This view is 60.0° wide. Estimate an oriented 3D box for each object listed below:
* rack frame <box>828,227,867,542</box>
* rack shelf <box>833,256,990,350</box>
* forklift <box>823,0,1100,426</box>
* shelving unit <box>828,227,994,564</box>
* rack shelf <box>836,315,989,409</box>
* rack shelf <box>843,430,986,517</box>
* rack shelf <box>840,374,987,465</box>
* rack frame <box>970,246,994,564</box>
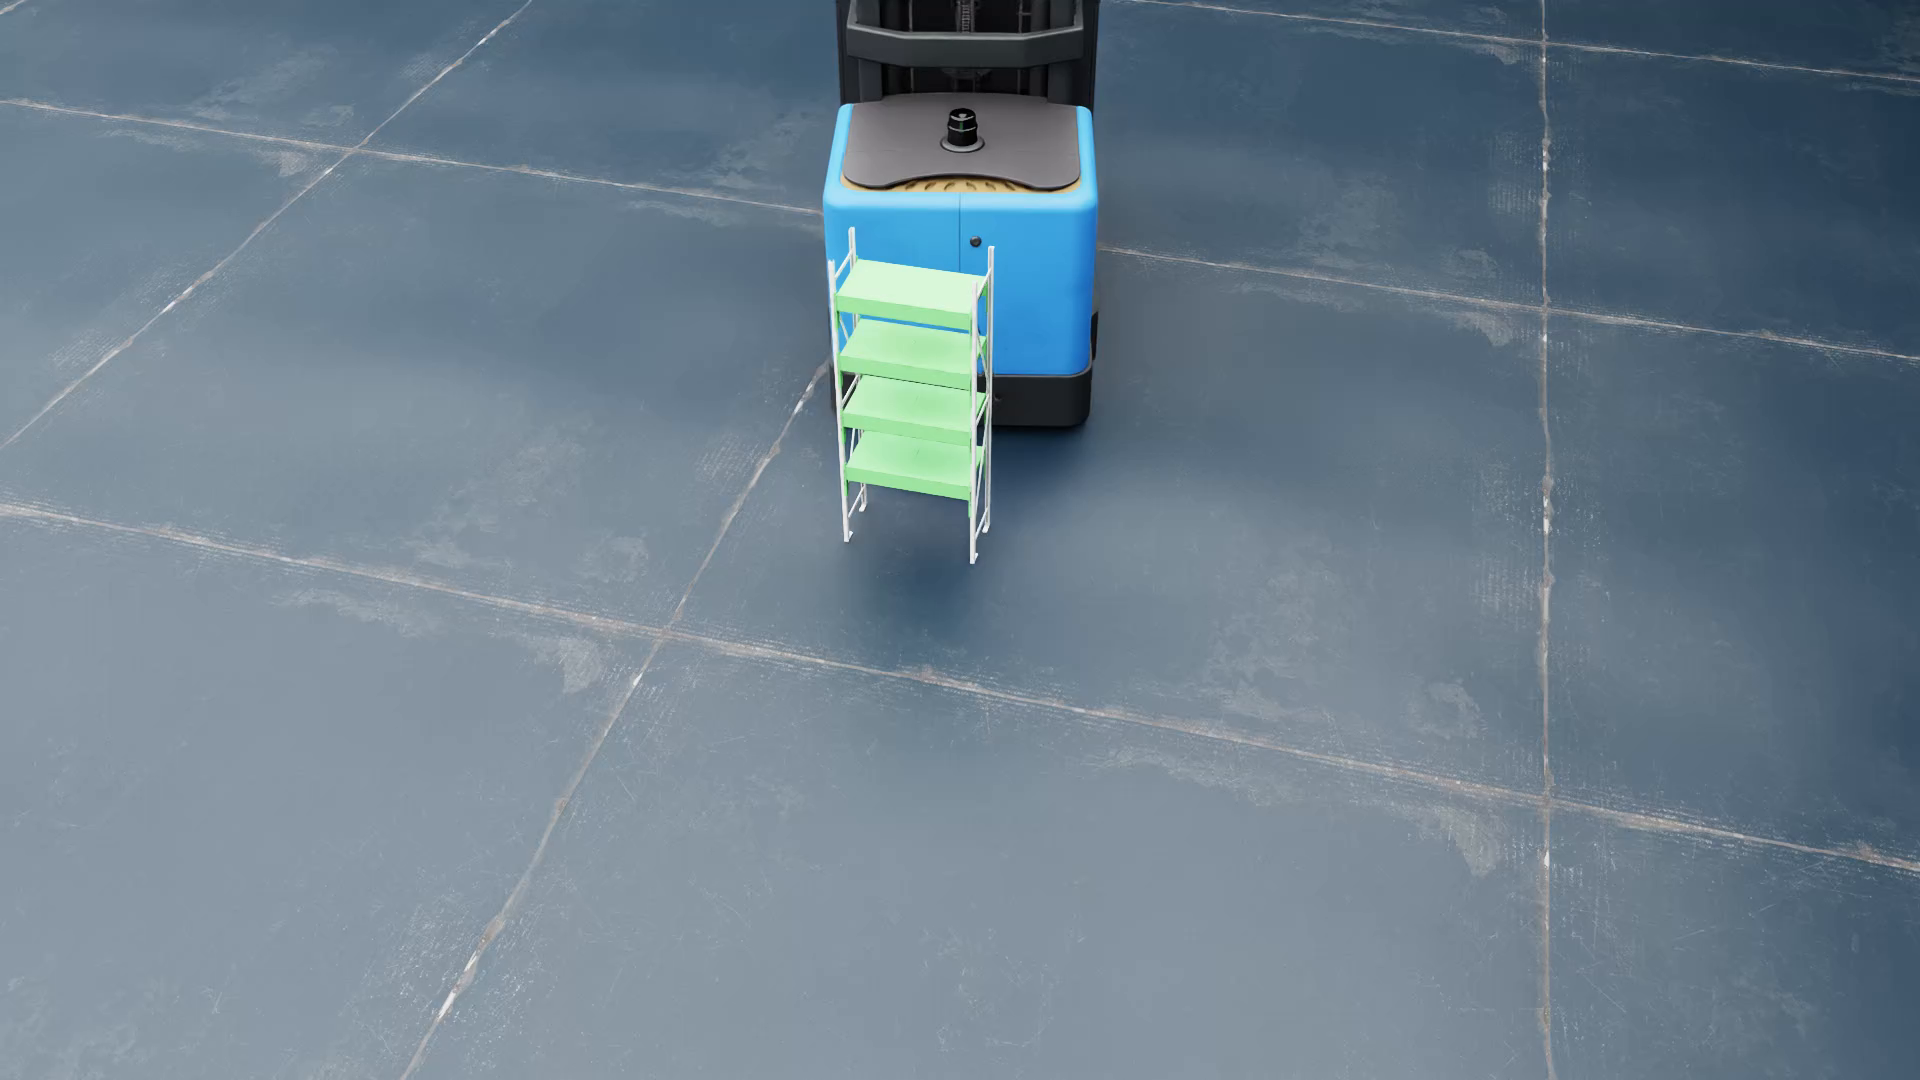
[{"bbox_3d":[-0.396,-0.528,5.945,0.015,1.200,0.240,10,41,11],"label":"rack frame"},{"bbox_3d":[-0.160,-0.806,5.629,0.480,0.148,0.258,10,41,11],"label":"rack shelf"},{"bbox_3d":[0.037,-2.503,6.951,1.130,2.935,3.031,1,40,1],"label":"forklift"},{"bbox_3d":[-0.160,-0.487,5.897,0.503,1.200,0.258,10,41,11],"label":"shelving unit"},{"bbox_3d":[-0.160,-0.622,5.784,0.480,0.148,0.258,10,41,11],"label":"rack shelf"},{"bbox_3d":[-0.160,-0.254,6.092,0.480,0.148,0.258,10,41,11],"label":"rack shelf"},{"bbox_3d":[-0.160,-0.438,5.938,0.480,0.148,0.258,10,41,11],"label":"rack shelf"},{"bbox_3d":[0.076,-0.446,5.849,0.015,1.200,0.240,10,41,11],"label":"rack frame"}]
